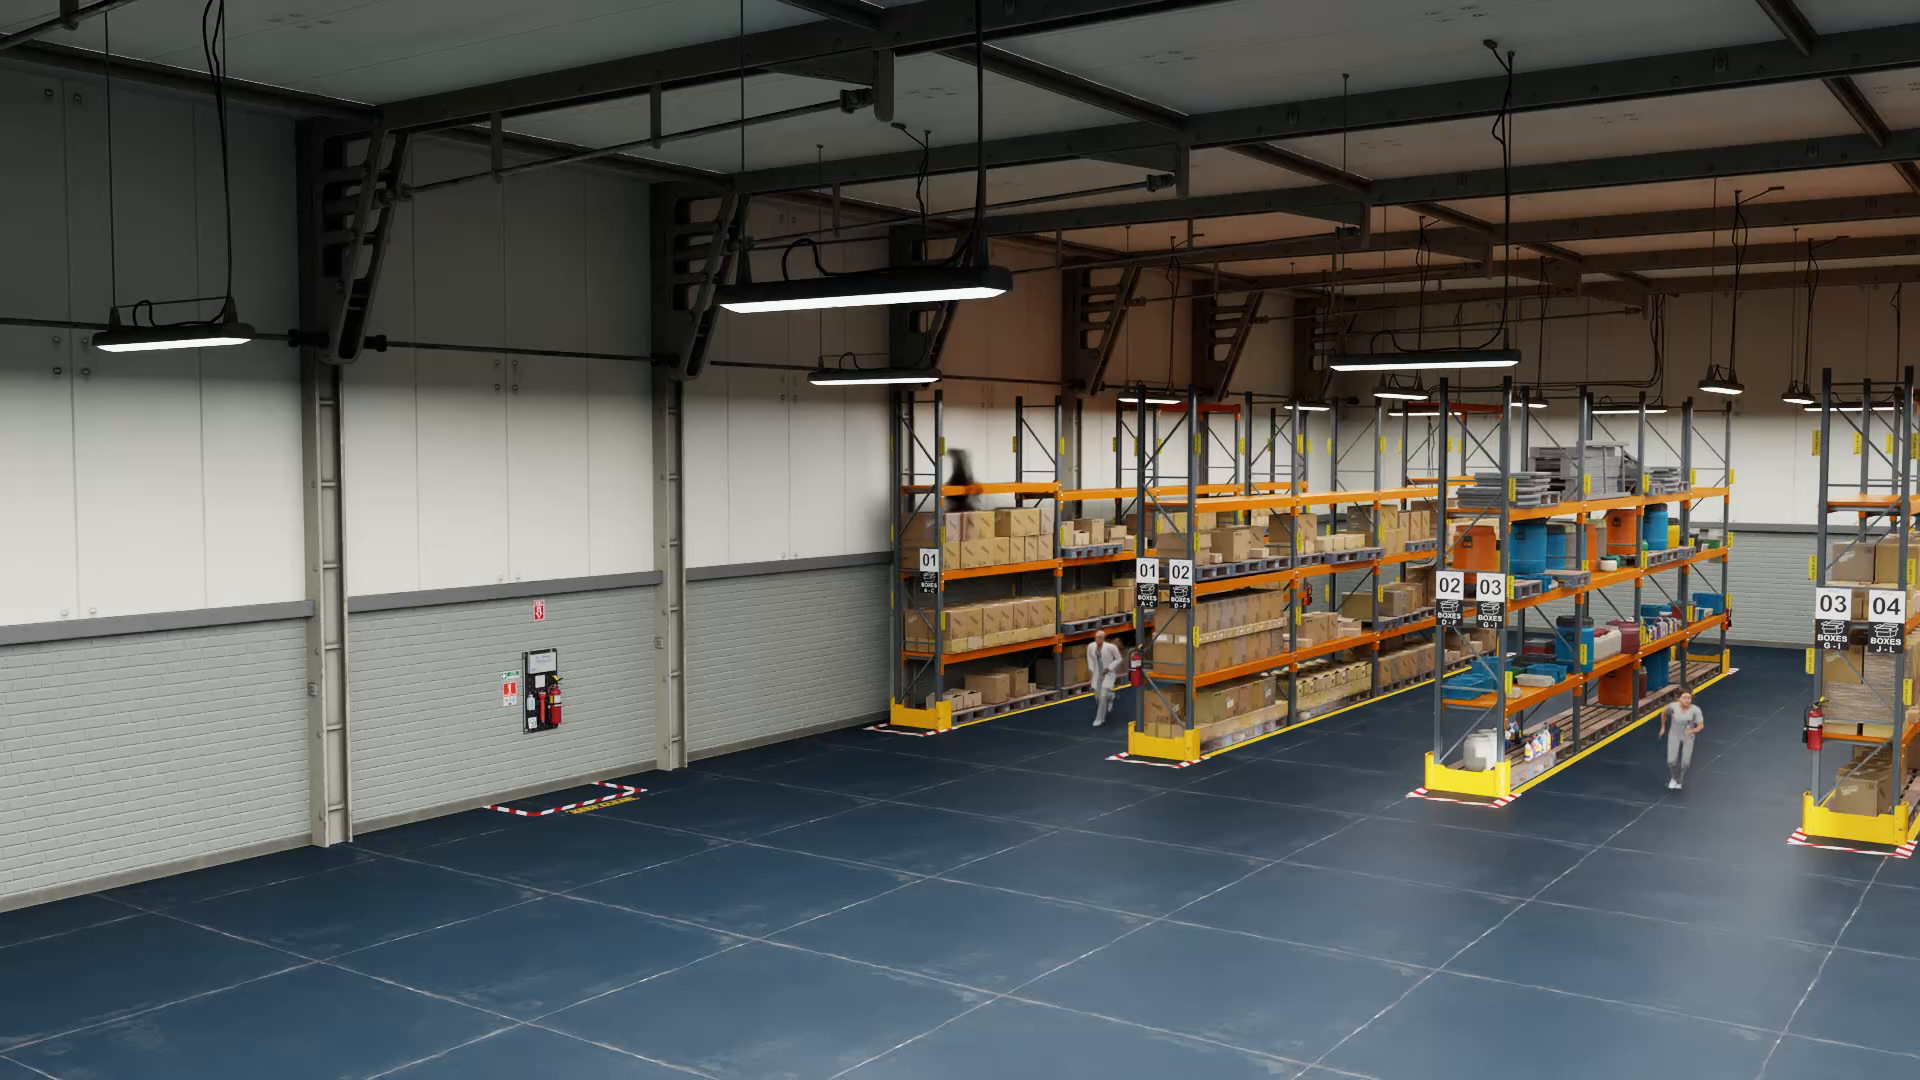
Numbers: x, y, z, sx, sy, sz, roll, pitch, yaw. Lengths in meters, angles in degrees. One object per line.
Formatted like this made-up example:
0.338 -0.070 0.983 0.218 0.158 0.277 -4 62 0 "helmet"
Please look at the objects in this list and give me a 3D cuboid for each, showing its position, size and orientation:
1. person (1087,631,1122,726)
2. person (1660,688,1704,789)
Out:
2.632 2.476 30.069 0.705 1.725 0.825 1 4 24 "person"
10.444 2.887 24.061 0.560 1.534 0.824 1 3 19 "person"
